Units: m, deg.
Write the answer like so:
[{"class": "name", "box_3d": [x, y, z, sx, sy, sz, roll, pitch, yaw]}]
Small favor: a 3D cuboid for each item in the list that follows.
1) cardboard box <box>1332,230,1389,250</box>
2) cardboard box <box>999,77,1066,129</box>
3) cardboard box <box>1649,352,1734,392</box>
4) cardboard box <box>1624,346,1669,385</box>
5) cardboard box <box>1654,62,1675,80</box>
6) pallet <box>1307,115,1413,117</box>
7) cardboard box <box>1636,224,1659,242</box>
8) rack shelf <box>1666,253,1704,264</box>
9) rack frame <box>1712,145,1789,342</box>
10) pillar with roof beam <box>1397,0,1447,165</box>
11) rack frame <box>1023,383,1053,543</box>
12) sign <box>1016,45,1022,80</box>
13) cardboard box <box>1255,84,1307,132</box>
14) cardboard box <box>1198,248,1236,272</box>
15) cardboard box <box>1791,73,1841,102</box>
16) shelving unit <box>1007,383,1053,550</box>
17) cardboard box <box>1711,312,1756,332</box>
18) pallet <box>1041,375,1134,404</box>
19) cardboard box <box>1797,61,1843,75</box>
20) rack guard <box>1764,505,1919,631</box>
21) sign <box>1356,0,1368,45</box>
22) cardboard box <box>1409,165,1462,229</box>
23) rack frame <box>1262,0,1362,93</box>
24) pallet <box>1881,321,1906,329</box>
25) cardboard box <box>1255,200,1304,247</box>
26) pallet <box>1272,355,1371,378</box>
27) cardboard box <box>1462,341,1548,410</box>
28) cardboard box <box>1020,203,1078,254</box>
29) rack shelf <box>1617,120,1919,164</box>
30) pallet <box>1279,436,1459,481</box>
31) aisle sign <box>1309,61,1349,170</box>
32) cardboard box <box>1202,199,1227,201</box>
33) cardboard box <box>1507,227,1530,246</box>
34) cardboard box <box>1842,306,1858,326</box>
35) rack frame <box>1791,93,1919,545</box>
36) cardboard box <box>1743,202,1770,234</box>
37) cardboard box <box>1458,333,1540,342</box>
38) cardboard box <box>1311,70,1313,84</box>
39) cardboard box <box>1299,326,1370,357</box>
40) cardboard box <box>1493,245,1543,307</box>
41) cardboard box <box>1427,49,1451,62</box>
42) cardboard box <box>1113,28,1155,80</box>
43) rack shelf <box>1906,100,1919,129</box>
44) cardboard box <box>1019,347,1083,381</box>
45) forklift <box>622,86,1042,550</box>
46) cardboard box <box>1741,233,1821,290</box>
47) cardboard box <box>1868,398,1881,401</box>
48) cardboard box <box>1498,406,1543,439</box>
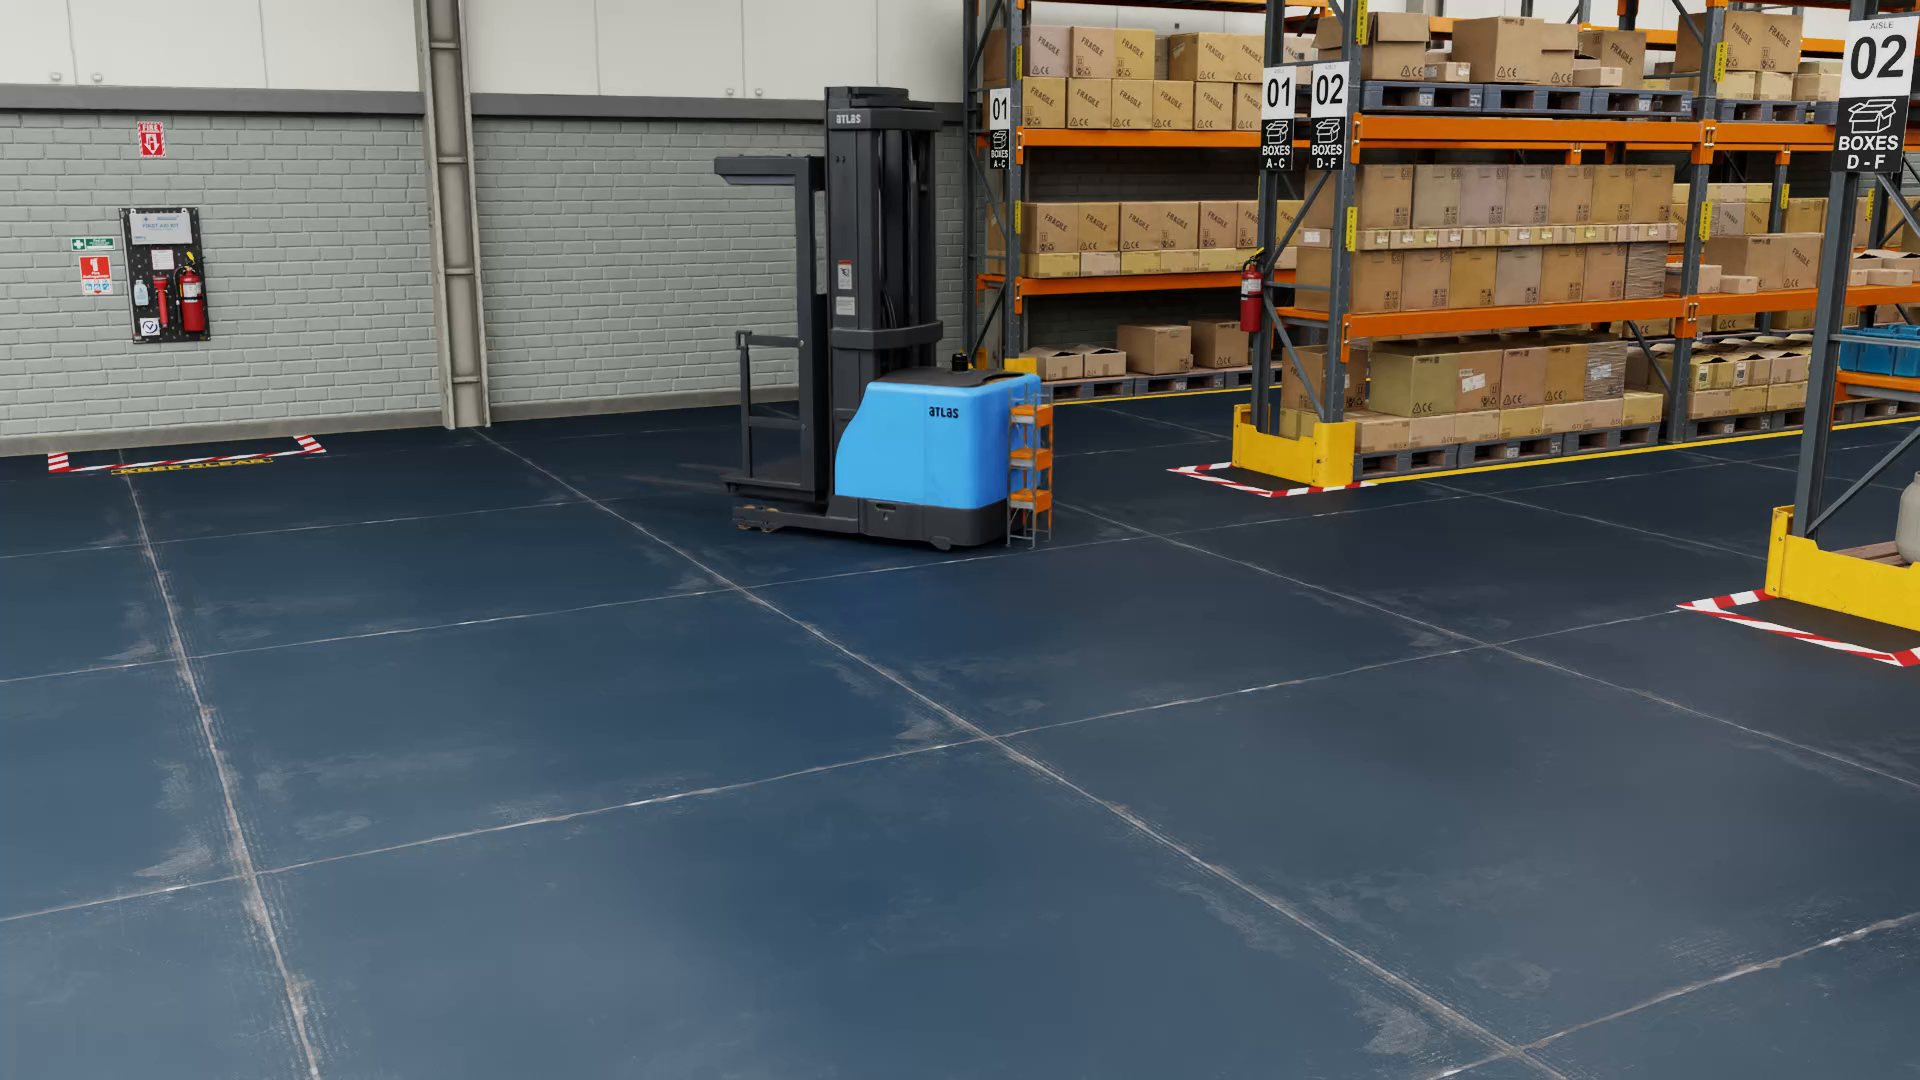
[{"class": "cardboard box", "box_3d": [3.147, -2.364, 13.077, 0.250, 0.149, 0.380, -7, 14, -28]}, {"class": "cardboard box", "box_3d": [0.736, -4.462, 17.000, 0.500, 0.500, 0.500, -6, 14, -26]}, {"class": "cardboard box", "box_3d": [6.692, -1.552, 15.204, 0.500, 0.311, 0.500, -7, 14, -28]}, {"class": "cardboard box", "box_3d": [6.428, -1.655, 15.659, 0.500, 0.311, 0.500, -7, 14, -28]}, {"class": "cardboard box", "box_3d": [9.543, -6.180, 21.969, 0.500, 0.250, 0.500, -7, 15, -30]}, {"class": "pallet", "box_3d": [4.426, -4.790, 19.158, 1.003, 0.211, 1.213, -7, 14, -28]}, {"class": "cardboard box", "box_3d": [5.856, -2.690, 14.523, 0.250, 0.149, 0.380, -7, 15, -29]}, {"class": "rack shelf", "box_3d": [9.100, -3.654, 22.154, 4.000, 0.370, 1.077, -7, 14, -28]}, {"class": "rack frame", "box_3d": [10.855, -4.216, 23.009, 0.127, 3.000, 1.000, -7, 14, -28]}, {"class": "pillar with roof beam", "box_3d": [7.852, -5.922, 16.928, 0.400, 9.000, 9.100, -7, 14, -28]}, {"class": "rack frame", "box_3d": [0.514, -0.507, 10.969, 0.200, 1.050, 0.008, 7, 14, 27]}, {"class": "sign", "box_3d": [0.583, -4.739, 16.510, 0.005, 0.325, 0.100, -7, 14, -28]}, {"class": "cardboard box", "box_3d": [3.506, -4.795, 18.478, 0.500, 0.500, 0.500, -6, 14, -26]}, {"class": "cardboard box", "box_3d": [2.688, -3.096, 18.329, 0.500, 0.250, 0.500, -7, 14, -28]}, {"class": "cardboard box", "box_3d": [7.918, -4.204, 15.512, 0.500, 0.250, 0.500, -8, 15, -33]}, {"class": "shelving unit", "box_3d": [0.457, -0.483, 10.864, 0.215, 1.050, 0.252, 7, 14, 27]}, {"class": "cardboard box", "box_3d": [10.347, -3.278, 22.784, 0.750, 0.750, 0.750, -7, 14, -27]}, {"class": "pallet", "box_3d": [1.119, -1.680, 18.091, 1.213, 0.211, 1.003, -7, 14, -28]}, {"class": "cardboard box", "box_3d": [11.615, -6.246, 22.650, 0.500, 0.500, 0.500, -7, 14, -28]}, {"class": "rack guard", "box_3d": [5.114, 0.158, 9.267, 0.348, 0.500, 1.175, -7, 14, -28]}, {"class": "sign", "box_3d": [2.960, -3.820, 12.248, 0.005, 0.325, 0.100, -7, 14, -28]}, {"class": "cardboard box", "box_3d": [3.621, -2.789, 13.489, 0.500, 0.500, 0.700, -7, 15, -29]}, {"class": "rack frame", "box_3d": [2.699, -4.926, 12.501, 0.127, 3.000, 1.000, -7, 14, -28]}, {"class": "pallet", "box_3d": [13.702, -3.177, 24.745, 1.213, 0.211, 1.003, -7, 14, -28]}, {"class": "cardboard box", "box_3d": [3.567, -3.567, 18.716, 0.500, 0.500, 0.500, -7, 14, -28]}, {"class": "pallet", "box_3d": [4.516, -2.096, 19.941, 1.213, 0.211, 1.003, -7, 14, -28]}, {"class": "cardboard box", "box_3d": [4.594, -1.399, 14.092, 0.500, 0.500, 0.500, -7, 14, -28]}, {"class": "cardboard box", "box_3d": [0.886, -3.248, 17.298, 0.500, 0.500, 0.500, -7, 14, -28]}, {"class": "rack shelf", "box_3d": [7.966, -3.743, 15.714, 4.000, 0.370, 1.077, -7, 14, -28]}, {"class": "pallet", "box_3d": [3.350, -0.727, 13.859, 1.213, 0.211, 1.003, -7, 14, -28]}, {"class": "aisle sign", "box_3d": [2.788, -3.201, 12.581, 0.004, 0.787, 0.394, -7, 14, -28]}, {"class": "cardboard box", "box_3d": [2.865, -3.614, 18.922, 0.500, 0.500, 0.500, -7, 14, -28]}, {"class": "cardboard box", "box_3d": [4.496, -2.526, 13.794, 0.250, 0.149, 0.380, -7, 14, -27]}, {"class": "cardboard box", "box_3d": [12.455, -3.366, 23.970, 0.500, 0.500, 0.700, -6, 14, -27]}, {"class": "rack frame", "box_3d": [5.069, -1.044, 8.916, 0.127, 3.000, 1.000, -7, 14, -28]}, {"class": "cardboard box", "box_3d": [10.571, -4.322, 22.532, 0.500, 0.500, 0.500, -7, 15, -29]}, {"class": "cardboard box", "box_3d": [4.776, -1.555, 14.787, 0.500, 0.500, 0.500, -7, 14, -28]}, {"class": "cardboard box", "box_3d": [4.352, -5.133, 19.070, 0.500, 0.500, 0.500, -5, 13, -20]}, {"class": "cardboard box", "box_3d": [4.472, -2.450, 19.854, 0.500, 0.500, 0.700, -6, 14, -26]}, {"class": "cardboard box", "box_3d": [4.473, -2.258, 14.082, 0.500, 0.500, 0.700, -6, 14, -26]}, {"class": "cardboard box", "box_3d": [4.072, -3.923, 13.803, 0.500, 0.311, 0.500, -5, 14, -21]}, {"class": "cardboard box", "box_3d": [1.686, -5.056, 17.360, 0.500, 0.500, 0.500, -6, 14, -26]}, {"class": "rack shelf", "box_3d": [6.825, -2.367, 9.601, 4.000, 0.370, 1.077, -7, 14, -28]}, {"class": "cardboard box", "box_3d": [0.973, -1.912, 17.893, 0.500, 0.311, 0.500, -9, 15, -34]}, {"class": "forklift", "box_3d": [-0.978, -1.573, 11.422, 3.031, 2.935, 1.130, 7, 14, 28]}, {"class": "cardboard box", "box_3d": [7.794, -2.654, 15.844, 0.500, 0.500, 0.500, -7, 14, -28]}, {"class": "cardboard box", "box_3d": [8.926, -1.547, 16.456, 0.500, 0.250, 0.500, -7, 14, -29]}, {"class": "cardboard box", "box_3d": [4.594, -1.033, 14.176, 0.500, 0.250, 0.500, -7, 14, -28]}]
